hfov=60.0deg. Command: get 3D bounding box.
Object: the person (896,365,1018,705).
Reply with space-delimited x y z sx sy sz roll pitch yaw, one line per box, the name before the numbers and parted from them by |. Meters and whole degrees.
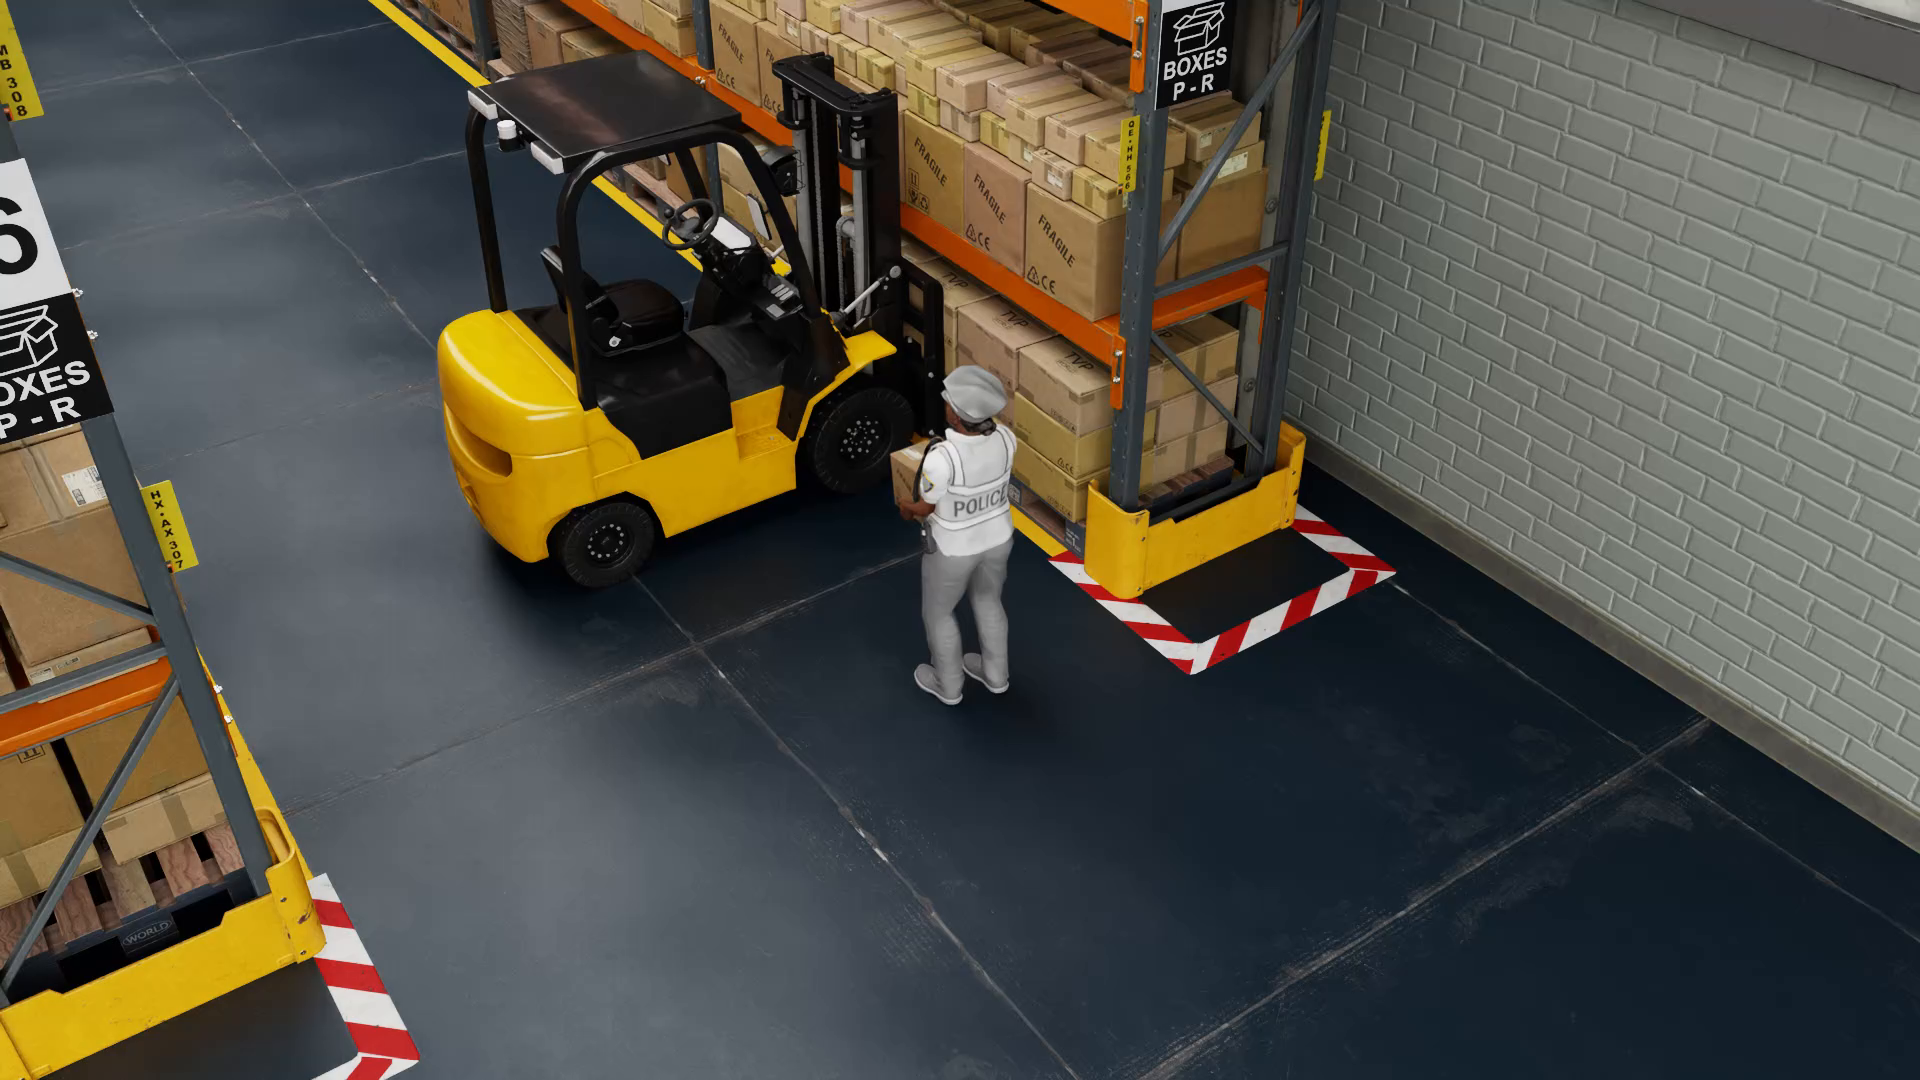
person | -0.011 -0.036 7.031 0.451 1.688 0.531 -22 42 -27
